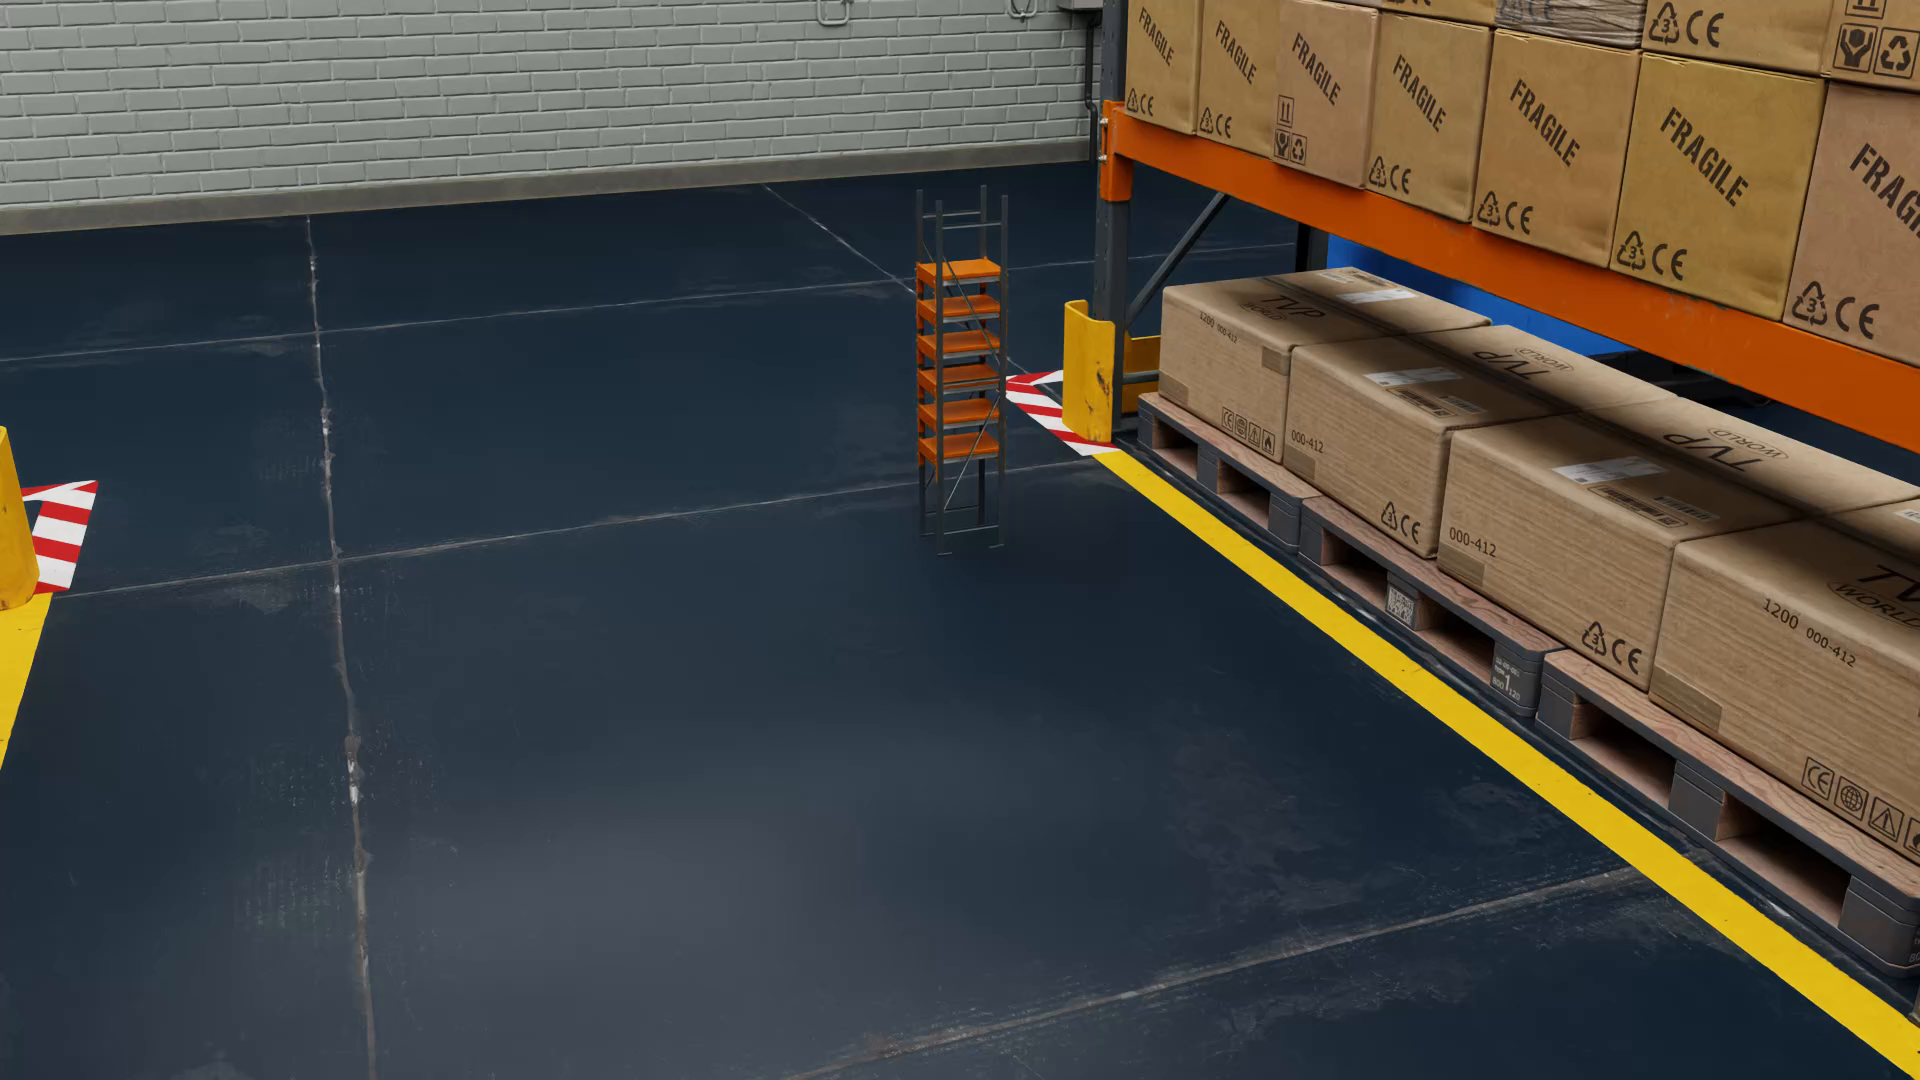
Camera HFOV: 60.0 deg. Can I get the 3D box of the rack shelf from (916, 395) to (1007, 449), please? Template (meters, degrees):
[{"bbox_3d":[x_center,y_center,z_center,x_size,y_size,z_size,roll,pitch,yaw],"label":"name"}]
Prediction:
[{"bbox_3d":[0.005,-0.396,5.568,0.258,0.103,0.180,-8,24,-19],"label":"rack shelf"}]

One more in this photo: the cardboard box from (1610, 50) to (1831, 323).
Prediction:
[{"bbox_3d":[1.844,-0.809,3.678,0.500,0.500,0.500,-9,24,-20],"label":"cardboard box"}]

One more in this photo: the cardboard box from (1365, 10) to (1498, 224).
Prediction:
[{"bbox_3d":[1.482,-1.182,4.563,0.500,0.500,0.500,-8,24,-17],"label":"cardboard box"}]

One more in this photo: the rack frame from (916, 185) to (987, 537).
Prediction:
[{"bbox_3d":[-0.027,-0.581,5.583,0.240,1.200,0.006,-8,24,-19],"label":"rack frame"}]

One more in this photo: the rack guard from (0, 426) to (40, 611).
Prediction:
[{"bbox_3d":[-3.547,-0.001,5.109,1.175,0.500,0.348,-8,24,-19],"label":"rack guard"}]

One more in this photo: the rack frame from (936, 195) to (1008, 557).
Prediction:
[{"bbox_3d":[0.037,-0.514,5.426,0.240,1.200,0.006,-8,24,-19],"label":"rack frame"}]

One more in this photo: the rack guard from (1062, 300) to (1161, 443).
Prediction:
[{"bbox_3d":[1.013,-0.753,6.894,1.175,0.500,0.348,-8,24,-19],"label":"rack guard"}]

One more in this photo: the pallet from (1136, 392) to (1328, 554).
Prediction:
[{"bbox_3d":[1.377,-0.332,6.266,1.003,0.211,1.213,-8,24,-19],"label":"pallet"}]

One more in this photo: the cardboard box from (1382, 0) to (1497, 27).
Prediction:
[{"bbox_3d":[1.480,-1.636,4.354,0.500,0.500,0.500,-8,24,-19],"label":"cardboard box"}]

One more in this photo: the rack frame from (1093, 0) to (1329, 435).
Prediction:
[{"bbox_3d":[1.021,-1.897,6.388,1.000,3.000,0.127,-8,24,-19],"label":"rack frame"}]

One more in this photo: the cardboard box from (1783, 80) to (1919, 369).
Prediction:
[{"bbox_3d":[2.031,-0.623,3.237,0.500,0.500,0.500,-8,24,-19],"label":"cardboard box"}]

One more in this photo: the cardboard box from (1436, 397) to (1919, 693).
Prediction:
[{"bbox_3d":[1.996,-0.024,4.703,0.875,0.438,0.875,-9,25,-21],"label":"cardboard box"}]

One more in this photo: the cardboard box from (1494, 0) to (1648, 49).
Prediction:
[{"bbox_3d":[1.649,-1.453,3.919,0.500,0.500,0.500,-8,24,-18],"label":"cardboard box"}]

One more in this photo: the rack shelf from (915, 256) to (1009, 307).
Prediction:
[{"bbox_3d":[0.005,-0.838,5.382,0.258,0.103,0.180,-8,24,-19],"label":"rack shelf"}]

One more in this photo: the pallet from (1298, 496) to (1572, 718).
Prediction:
[{"bbox_3d":[1.804,0.111,5.216,1.003,0.211,1.213,-8,24,-19],"label":"pallet"}]

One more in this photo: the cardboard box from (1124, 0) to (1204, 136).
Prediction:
[{"bbox_3d":[0.922,-1.729,5.861,0.500,0.500,0.500,-9,24,-19],"label":"cardboard box"}]

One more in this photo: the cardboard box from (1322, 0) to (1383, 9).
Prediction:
[{"bbox_3d":[1.302,-1.817,4.783,0.500,0.500,0.500,-9,24,-19],"label":"cardboard box"}]

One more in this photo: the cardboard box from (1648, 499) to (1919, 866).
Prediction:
[{"bbox_3d":[2.313,0.301,3.932,0.875,0.438,0.875,-9,24,-20],"label":"cardboard box"}]

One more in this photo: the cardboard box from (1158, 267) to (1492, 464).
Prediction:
[{"bbox_3d":[1.348,-0.683,6.267,0.875,0.438,0.875,-9,25,-21],"label":"cardboard box"}]

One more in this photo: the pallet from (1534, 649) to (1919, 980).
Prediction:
[{"bbox_3d":[2.239,0.555,4.162,1.003,0.211,1.213,-8,24,-19],"label":"pallet"}]

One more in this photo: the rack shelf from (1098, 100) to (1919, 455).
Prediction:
[{"bbox_3d":[1.728,-0.838,4.803,1.077,0.370,4.000,-8,24,-19],"label":"rack shelf"}]

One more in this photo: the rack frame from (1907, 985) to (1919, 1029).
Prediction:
[{"bbox_3d":[2.434,-0.443,2.939,1.000,3.000,0.127,-8,24,-19],"label":"rack frame"}]

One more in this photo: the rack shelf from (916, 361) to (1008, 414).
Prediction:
[{"bbox_3d":[0.005,-0.507,5.522,0.258,0.103,0.180,-8,24,-19],"label":"rack shelf"}]

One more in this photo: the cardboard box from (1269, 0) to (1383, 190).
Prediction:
[{"bbox_3d":[1.290,-1.362,4.990,0.500,0.500,0.500,-8,24,-19],"label":"cardboard box"}]

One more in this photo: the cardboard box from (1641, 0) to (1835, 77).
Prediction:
[{"bbox_3d":[1.838,-1.269,3.483,0.500,0.500,0.500,-9,24,-20],"label":"cardboard box"}]

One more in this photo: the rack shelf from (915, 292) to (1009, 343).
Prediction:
[{"bbox_3d":[0.005,-0.728,5.429,0.258,0.103,0.180,-8,24,-19],"label":"rack shelf"}]

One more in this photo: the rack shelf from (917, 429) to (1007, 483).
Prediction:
[{"bbox_3d":[0.005,-0.286,5.615,0.258,0.103,0.180,-8,24,-19],"label":"rack shelf"}]

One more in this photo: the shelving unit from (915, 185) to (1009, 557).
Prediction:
[{"bbox_3d":[0.005,-0.548,5.504,0.258,1.200,0.189,-8,24,-19],"label":"shelving unit"}]

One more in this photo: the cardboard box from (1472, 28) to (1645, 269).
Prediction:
[{"bbox_3d":[1.653,-0.990,4.107,0.500,0.500,0.500,-9,24,-20],"label":"cardboard box"}]

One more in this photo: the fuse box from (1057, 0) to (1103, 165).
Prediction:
[{"bbox_3d":[1.024,-3.584,12.050,0.539,1.711,0.414,-8,24,-19],"label":"fuse box"}]

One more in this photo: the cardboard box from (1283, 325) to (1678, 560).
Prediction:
[{"bbox_3d":[1.679,-0.352,5.481,0.875,0.438,0.875,-8,24,-18],"label":"cardboard box"}]

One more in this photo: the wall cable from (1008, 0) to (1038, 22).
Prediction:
[{"bbox_3d":[0.330,-4.609,11.516,0.588,1.984,0.122,-8,24,-19],"label":"wall cable"}]

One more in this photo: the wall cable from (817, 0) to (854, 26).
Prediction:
[{"bbox_3d":[-0.993,-4.425,11.038,0.585,1.953,0.123,-8,24,-19],"label":"wall cable"}]

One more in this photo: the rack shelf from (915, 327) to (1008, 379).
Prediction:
[{"bbox_3d":[0.005,-0.617,5.475,0.258,0.103,0.180,-8,24,-19],"label":"rack shelf"}]

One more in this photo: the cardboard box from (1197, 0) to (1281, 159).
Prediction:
[{"bbox_3d":[1.127,-1.549,5.434,0.500,0.500,0.500,-9,24,-20],"label":"cardboard box"}]

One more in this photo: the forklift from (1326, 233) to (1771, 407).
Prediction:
[{"bbox_3d":[3.148,-2.102,6.963,3.031,2.935,1.130,-8,24,-18],"label":"forklift"}]

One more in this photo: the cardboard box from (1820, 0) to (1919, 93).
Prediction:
[{"bbox_3d":[2.009,-1.084,3.043,0.500,0.500,0.500,-9,24,-19],"label":"cardboard box"}]
